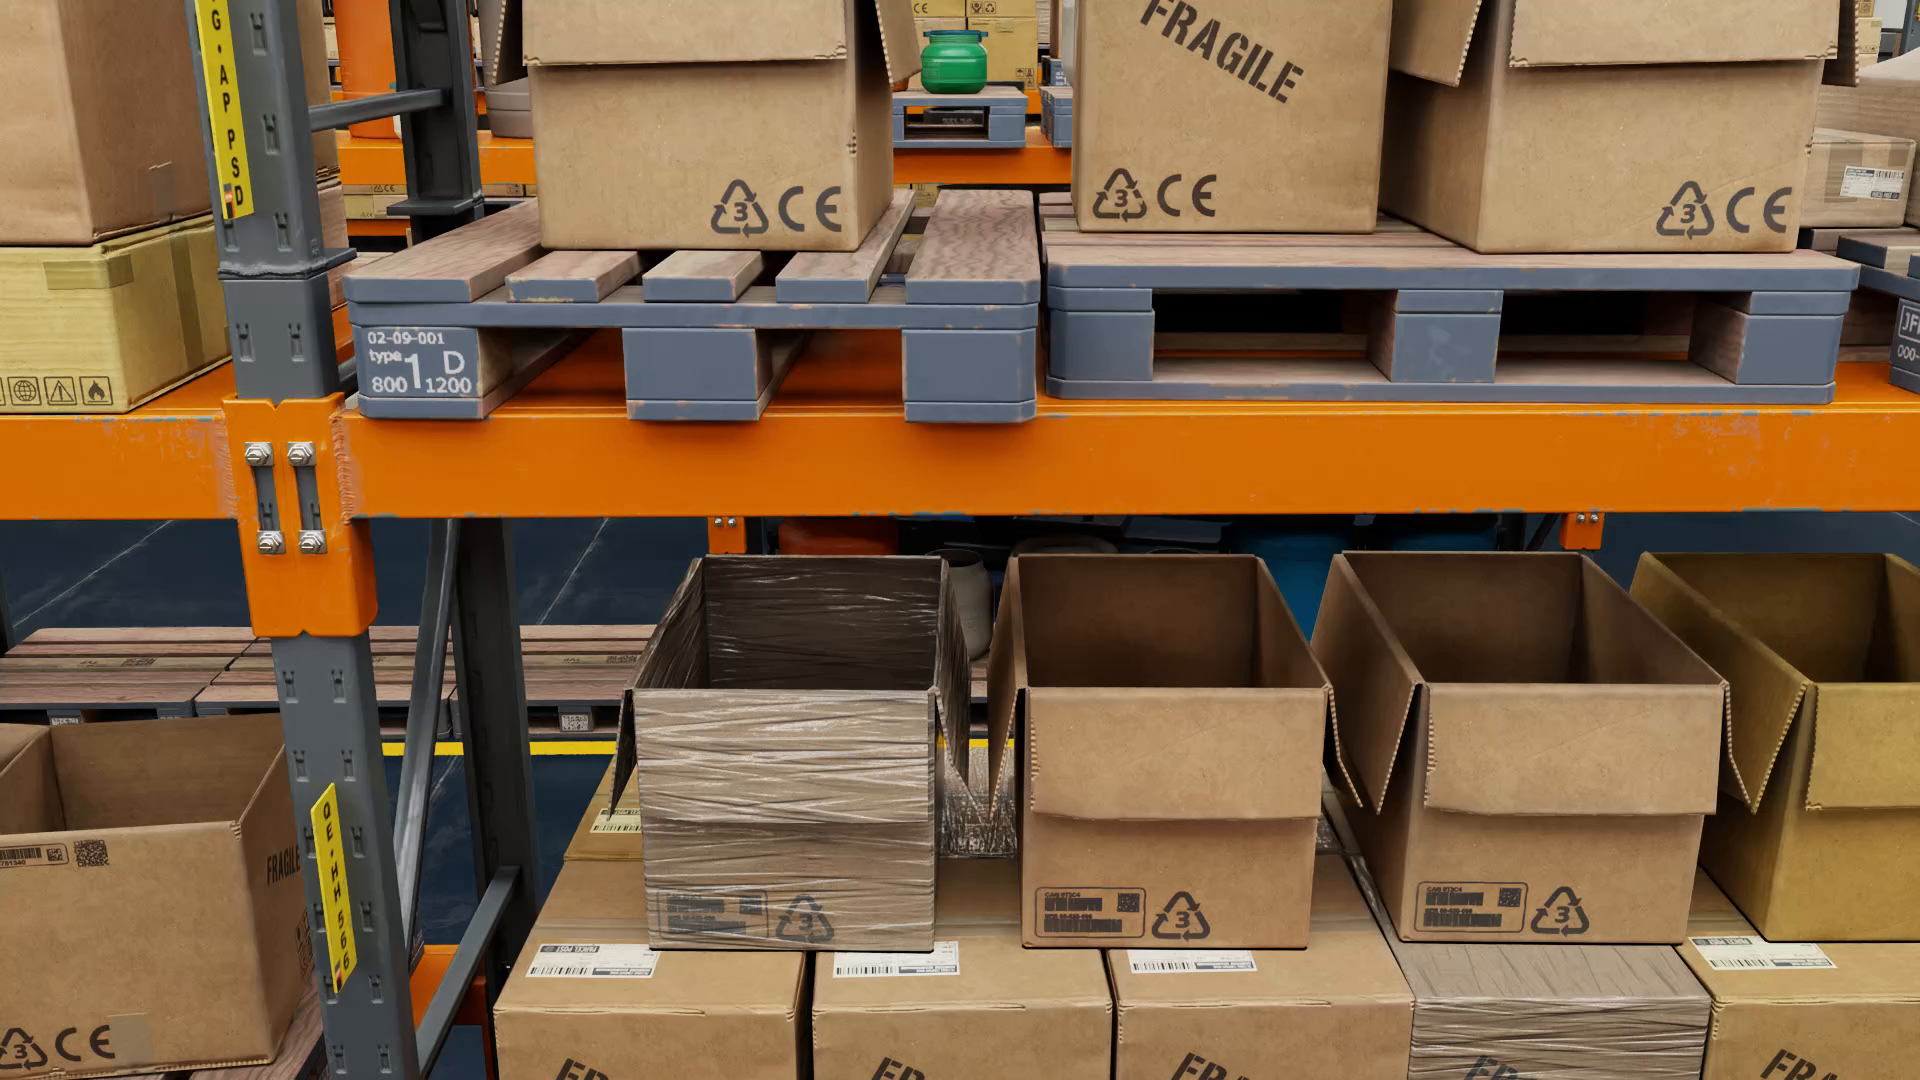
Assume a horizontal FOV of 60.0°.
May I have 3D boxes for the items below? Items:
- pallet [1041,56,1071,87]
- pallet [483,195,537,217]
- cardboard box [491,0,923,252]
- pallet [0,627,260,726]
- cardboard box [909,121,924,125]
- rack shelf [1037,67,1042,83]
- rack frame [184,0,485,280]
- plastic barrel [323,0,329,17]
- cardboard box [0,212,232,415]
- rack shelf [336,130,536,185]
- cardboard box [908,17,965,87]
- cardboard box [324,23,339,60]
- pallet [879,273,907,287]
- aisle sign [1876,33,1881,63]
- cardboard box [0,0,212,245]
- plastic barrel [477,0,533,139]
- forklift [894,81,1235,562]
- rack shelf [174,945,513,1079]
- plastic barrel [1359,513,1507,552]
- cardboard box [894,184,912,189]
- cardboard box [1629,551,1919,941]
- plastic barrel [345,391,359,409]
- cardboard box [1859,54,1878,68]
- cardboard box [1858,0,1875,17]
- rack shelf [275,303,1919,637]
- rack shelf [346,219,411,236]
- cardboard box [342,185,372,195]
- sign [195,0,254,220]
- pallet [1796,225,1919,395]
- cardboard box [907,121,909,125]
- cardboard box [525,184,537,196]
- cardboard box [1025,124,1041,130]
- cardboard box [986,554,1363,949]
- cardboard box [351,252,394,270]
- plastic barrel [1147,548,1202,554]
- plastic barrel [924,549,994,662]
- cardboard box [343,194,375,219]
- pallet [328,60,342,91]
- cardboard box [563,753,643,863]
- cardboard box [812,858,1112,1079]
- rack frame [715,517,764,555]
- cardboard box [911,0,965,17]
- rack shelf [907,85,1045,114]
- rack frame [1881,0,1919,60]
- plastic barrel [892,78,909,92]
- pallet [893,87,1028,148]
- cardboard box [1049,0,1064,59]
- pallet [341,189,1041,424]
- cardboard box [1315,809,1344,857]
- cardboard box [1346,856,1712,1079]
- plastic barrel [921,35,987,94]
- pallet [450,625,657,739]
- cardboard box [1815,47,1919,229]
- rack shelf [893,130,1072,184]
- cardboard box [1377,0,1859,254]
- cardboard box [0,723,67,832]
[{"bbox_3d":[1.145,-3.495,12.427,1.003,0.211,1.213,0,18,-1],"label":"pallet"},{"bbox_3d":[-4.479,-3.486,17.317,1.213,0.211,1.003,0,18,-1],"label":"pallet"},{"bbox_3d":[-0.403,-0.801,2.866,0.637,0.503,0.797,1,18,2],"label":"cardboard box"},{"bbox_3d":[-4.305,0.720,8.457,1.213,0.211,1.003,0,18,-1],"label":"pallet"},{"bbox_3d":[-0.279,-4.276,17.554,0.500,0.250,0.500,-1,18,-3],"label":"cardboard box"},{"bbox_3d":[0.753,-4.732,17.156,4.000,0.370,1.077,0,18,-1],"label":"rack shelf"},{"bbox_3d":[-1.012,-1.955,2.410,0.127,3.000,1.000,0,18,-1],"label":"rack frame"},{"bbox_3d":[-3.276,-2.334,7.681,0.708,0.901,0.600,0,18,-1],"label":"plastic barrel"},{"bbox_3d":[-1.483,-0.378,2.651,0.500,0.250,0.500,0,18,-1],"label":"cardboard box"},{"bbox_3d":[-3.090,-1.687,7.664,4.000,0.370,1.077,0,18,-1],"label":"rack shelf"},{"bbox_3d":[-0.219,-3.615,12.331,0.500,0.500,0.910,0,18,-1],"label":"cardboard box"},{"bbox_3d":[-4.548,-3.662,12.199,0.500,0.250,0.500,2,18,5],"label":"cardboard box"},{"bbox_3d":[-0.488,-2.057,12.865,1.003,0.211,1.213,0,18,-1],"label":"pallet"},{"bbox_3d":[6.898,-3.491,12.762,0.004,0.787,0.394,0,18,-1],"label":"aisle sign"},{"bbox_3d":[-1.485,-0.734,2.531,0.500,0.500,0.500,0,18,1],"label":"cardboard box"},{"bbox_3d":[-1.914,-2.341,7.702,0.600,0.901,0.600,0,18,0],"label":"plastic barrel"},{"bbox_3d":[0.643,-1.336,10.415,3.031,2.935,1.130,4,18,13],"label":"forklift"},{"bbox_3d":[-3.011,1.254,3.406,4.000,0.370,1.077,0,18,-1],"label":"rack shelf"},{"bbox_3d":[2.365,0.166,8.367,0.708,0.901,0.600,0,18,-1],"label":"plastic barrel"},{"bbox_3d":[-0.757,-3.760,17.175,0.500,0.500,0.500,0,18,1],"label":"cardboard box"},{"bbox_3d":[1.663,0.362,3.201,0.637,0.503,0.797,0,18,0],"label":"cardboard box"},{"bbox_3d":[-2.963,-0.600,7.784,0.433,0.535,0.433,0,18,0],"label":"plastic barrel"},{"bbox_3d":[6.325,-3.437,12.185,0.500,0.250,0.500,0,18,-1],"label":"cardboard box"},{"bbox_3d":[6.321,-4.107,12.229,0.500,0.500,0.700,0,18,-1],"label":"cardboard box"},{"bbox_3d":[0.988,-0.194,3.008,4.000,0.370,1.077,0,18,-1],"label":"rack shelf"},{"bbox_3d":[-7.246,-3.266,17.494,4.000,0.370,1.077,0,18,-1],"label":"rack shelf"},{"bbox_3d":[-6.213,-3.812,17.005,0.500,0.500,0.500,0,18,-1],"label":"cardboard box"},{"bbox_3d":[-1.005,-0.607,2.273,0.005,0.325,0.100,0,18,-1],"label":"sign"},{"bbox_3d":[2.072,-0.435,2.897,1.217,0.209,0.805,-1,18,-3],"label":"pallet"},{"bbox_3d":[-0.797,-4.274,17.550,0.500,0.250,0.500,0,18,1],"label":"cardboard box"},{"bbox_3d":[-4.177,-3.867,17.309,0.500,0.500,0.700,2,18,5],"label":"cardboard box"},{"bbox_3d":[0.759,-4.127,17.091,0.500,0.250,0.500,-1,18,-2],"label":"cardboard box"},{"bbox_3d":[0.371,0.375,3.161,0.637,0.503,0.797,0,18,0],"label":"cardboard box"},{"bbox_3d":[-4.672,-2.049,12.770,0.500,0.250,0.500,1,18,3],"label":"cardboard box"},{"bbox_3d":[1.091,0.330,8.492,0.421,0.512,0.421,0,18,0],"label":"plastic barrel"},{"bbox_3d":[-0.038,0.336,8.475,0.421,0.512,0.421,0,18,0],"label":"plastic barrel"},{"bbox_3d":[-6.213,-3.461,17.139,0.500,0.250,0.500,0,18,-1],"label":"cardboard box"},{"bbox_3d":[-4.282,-3.450,12.295,1.217,0.209,0.805,-1,18,-3],"label":"pallet"},{"bbox_3d":[-0.522,0.776,3.555,0.500,0.500,0.500,0,18,1],"label":"cardboard box"},{"bbox_3d":[-0.006,0.931,3.070,0.500,0.500,0.500,-1,18,-2],"label":"cardboard box"},{"bbox_3d":[-1.090,-0.611,8.042,0.127,3.000,1.000,0,18,-1],"label":"rack frame"},{"bbox_3d":[-0.218,-4.079,12.140,0.500,0.500,0.500,0,18,-1],"label":"cardboard box"},{"bbox_3d":[0.835,-3.219,12.440,4.000,0.370,1.077,0,18,-1],"label":"rack shelf"},{"bbox_3d":[6.835,-5.019,11.962,0.127,3.000,1.000,0,18,-1],"label":"rack frame"},{"bbox_3d":[-0.522,-2.446,7.460,0.708,0.830,0.600,0,18,-1],"label":"plastic barrel"},{"bbox_3d":[-0.324,-1.923,7.531,1.213,0.211,1.003,0,18,-1],"label":"pallet"},{"bbox_3d":[0.997,-3.880,12.305,0.600,0.600,0.600,-1,18,-3],"label":"cardboard box"},{"bbox_3d":[-0.369,-0.456,2.957,1.003,0.211,1.213,1,18,2],"label":"pallet"},{"bbox_3d":[0.496,0.772,3.567,0.500,0.500,0.500,-1,18,-3],"label":"cardboard box"},{"bbox_3d":[1.006,0.926,3.086,0.500,0.500,0.500,0,18,-1],"label":"cardboard box"},{"bbox_3d":[-0.027,-2.100,7.341,0.294,0.245,0.294,0,18,0],"label":"plastic barrel"},{"bbox_3d":[-1.865,0.708,8.493,1.213,0.211,1.003,0,18,-1],"label":"pallet"},{"bbox_3d":[1.889,-0.726,2.947,0.500,0.311,0.500,-1,18,-3],"label":"cardboard box"},{"bbox_3d":[0.910,-1.707,7.724,4.000,0.370,1.077,0,18,-1],"label":"rack shelf"},{"bbox_3d":[1.031,-0.792,2.840,0.637,0.503,0.797,-1,18,-2],"label":"cardboard box"},{"bbox_3d":[-2.108,0.702,3.097,0.500,0.500,0.700,2,18,7],"label":"cardboard box"}]
